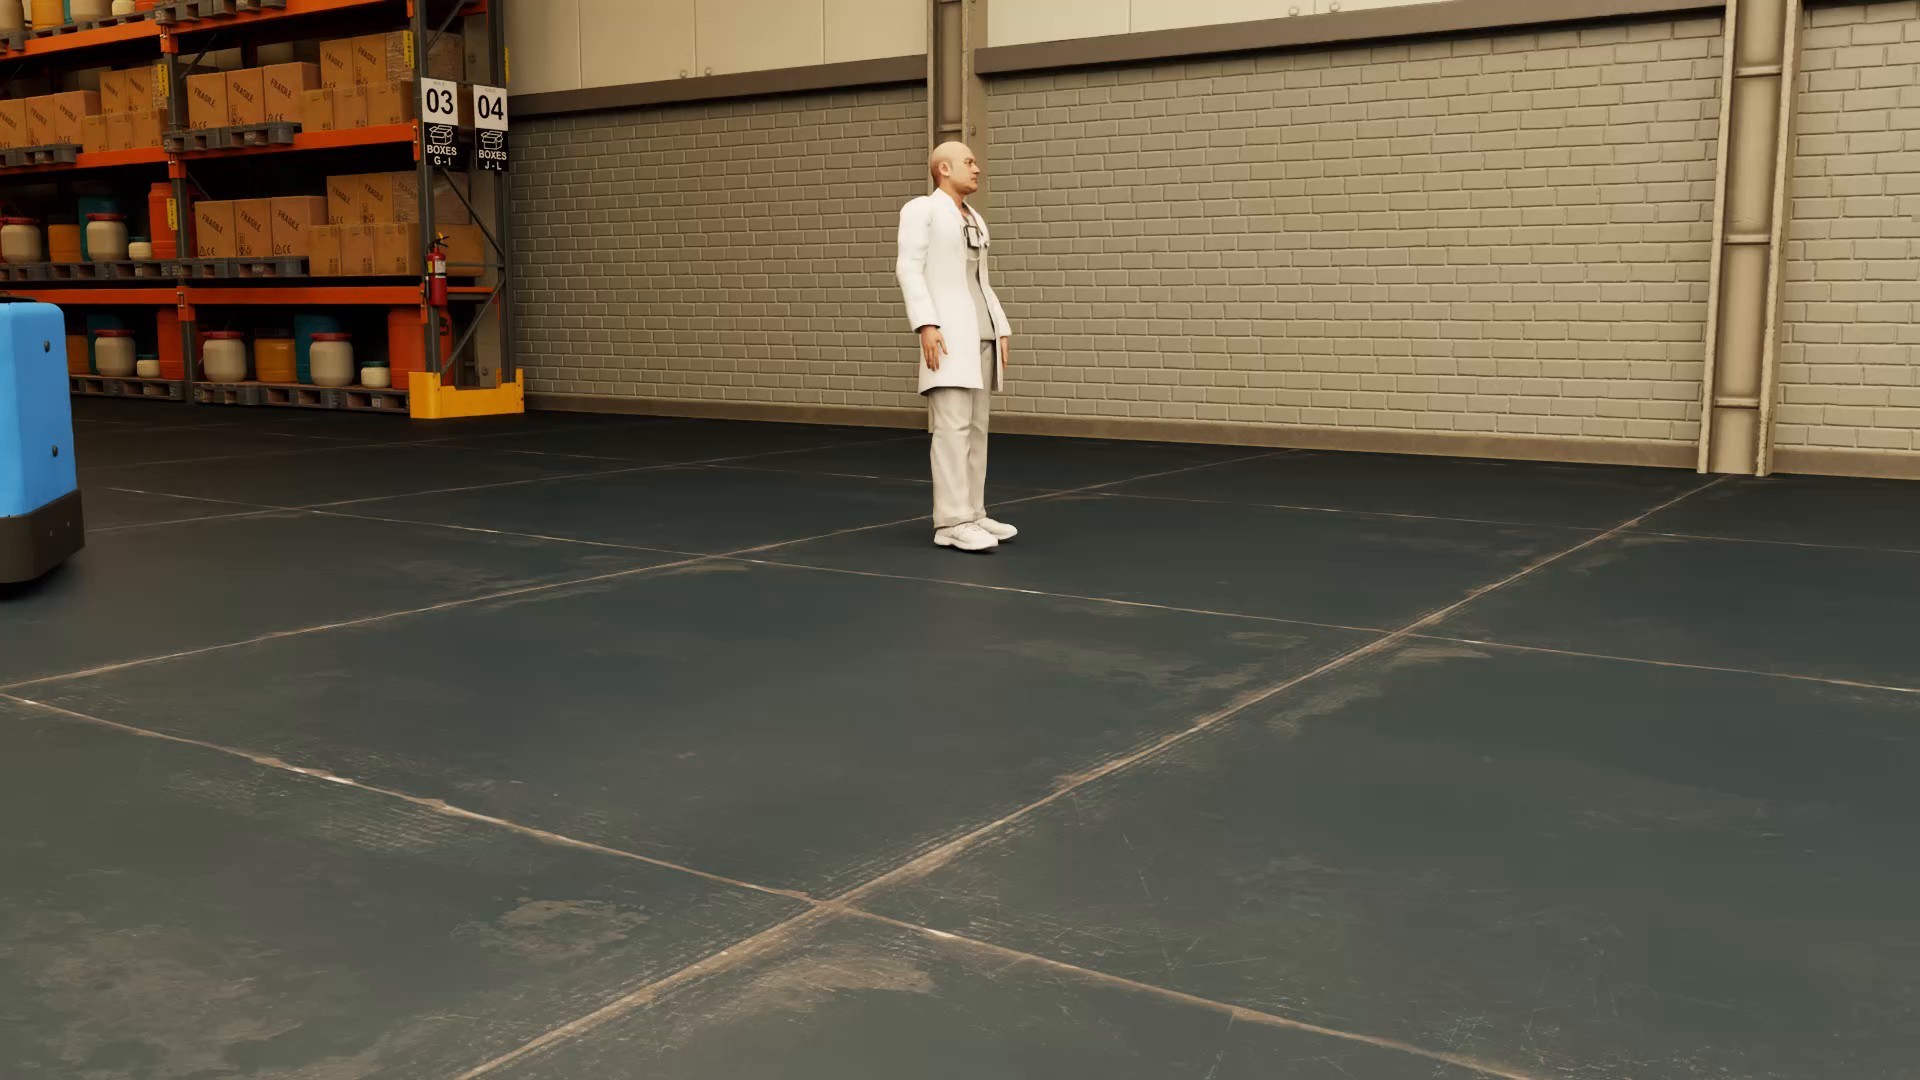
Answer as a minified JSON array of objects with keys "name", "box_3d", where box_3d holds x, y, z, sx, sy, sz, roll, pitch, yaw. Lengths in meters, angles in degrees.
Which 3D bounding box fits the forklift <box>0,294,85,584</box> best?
[{"name":"forklift","box_3d":[-4.961,-1.234,5.870,3.031,2.935,1.130,-2,8,-17]}]

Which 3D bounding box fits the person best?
[{"name":"person","box_3d":[0.074,-0.880,7.424,0.578,1.778,0.698,5,10,34]}]
